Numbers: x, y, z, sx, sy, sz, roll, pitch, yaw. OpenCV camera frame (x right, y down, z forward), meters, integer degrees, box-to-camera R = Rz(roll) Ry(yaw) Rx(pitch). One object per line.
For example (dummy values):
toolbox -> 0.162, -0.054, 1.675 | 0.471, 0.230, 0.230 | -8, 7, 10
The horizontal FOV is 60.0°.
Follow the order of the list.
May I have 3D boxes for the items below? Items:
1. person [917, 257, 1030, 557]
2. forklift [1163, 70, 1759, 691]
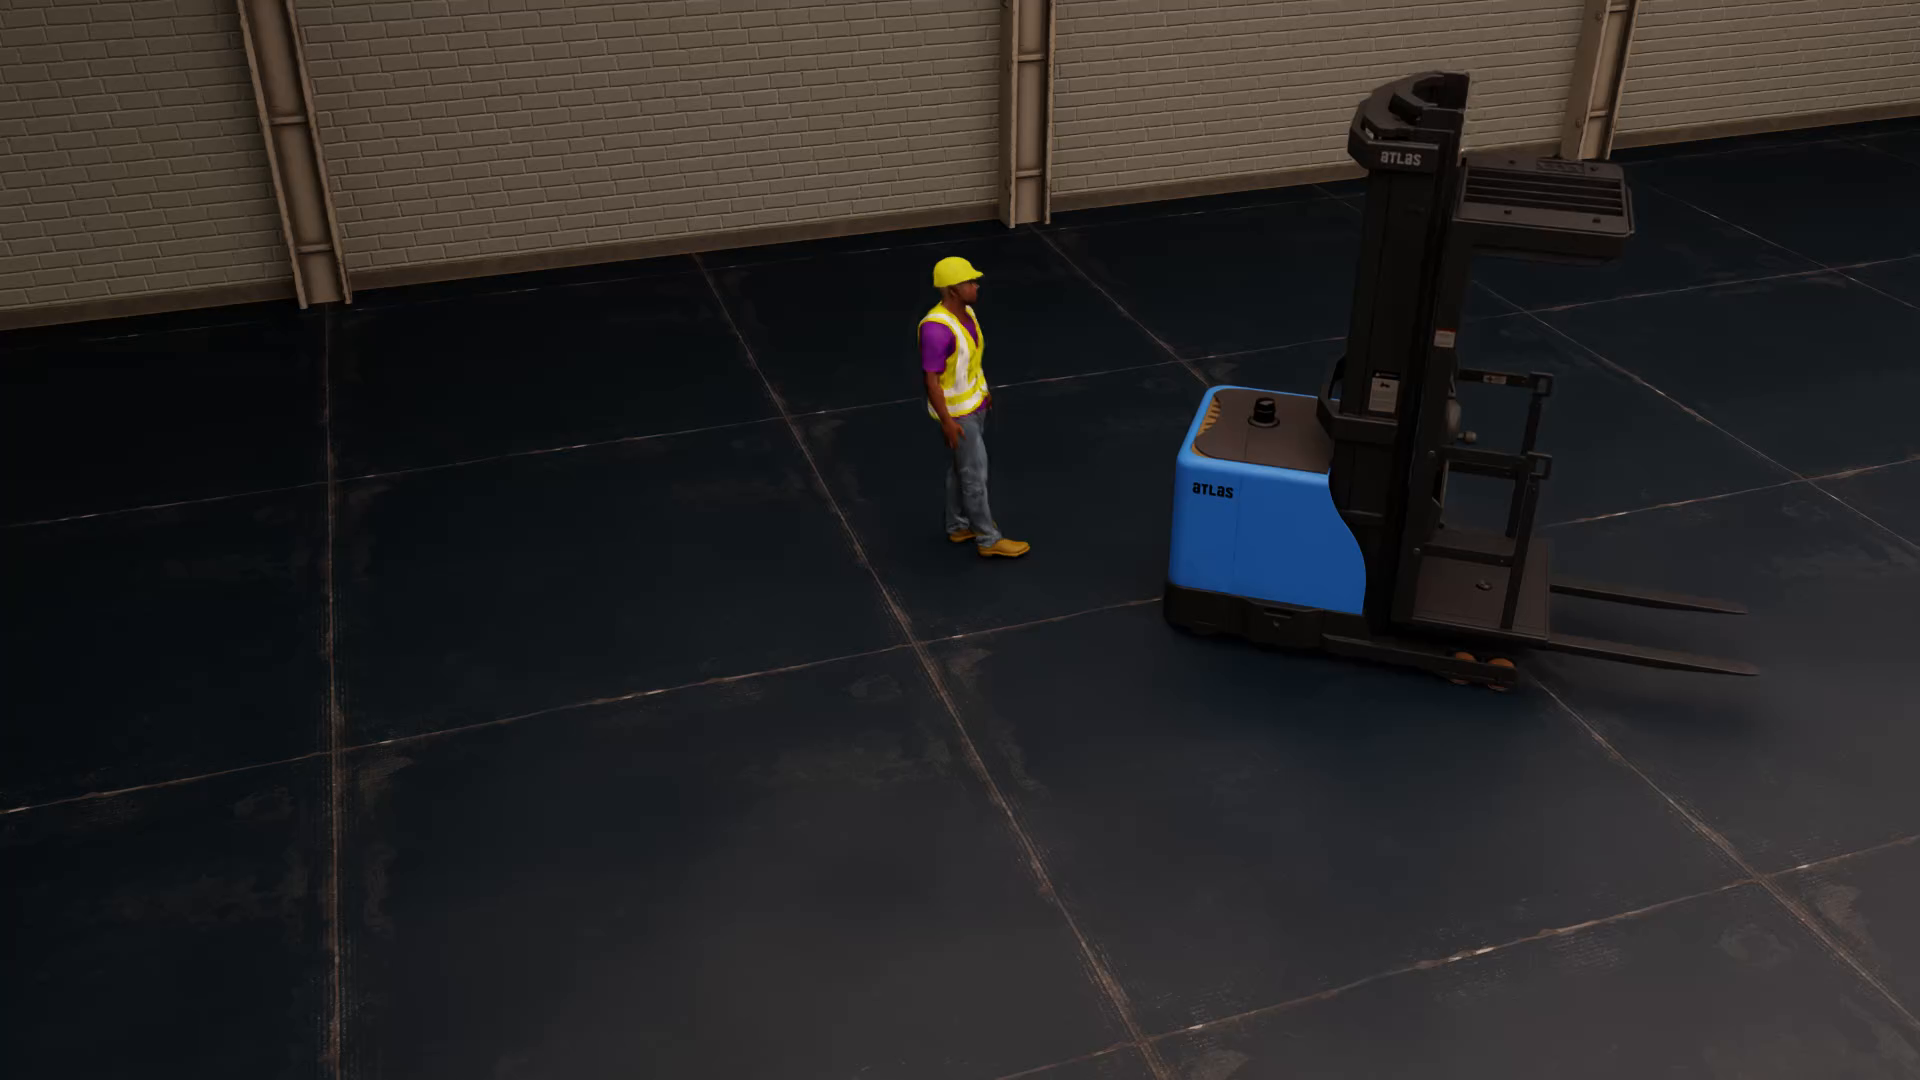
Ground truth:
person -> 0.115, -0.752, 9.554 | 0.662, 1.768, 0.661 | 9, 31, 15
forklift -> 2.693, -0.782, 8.446 | 3.031, 2.935, 1.130 | 9, 31, 15
